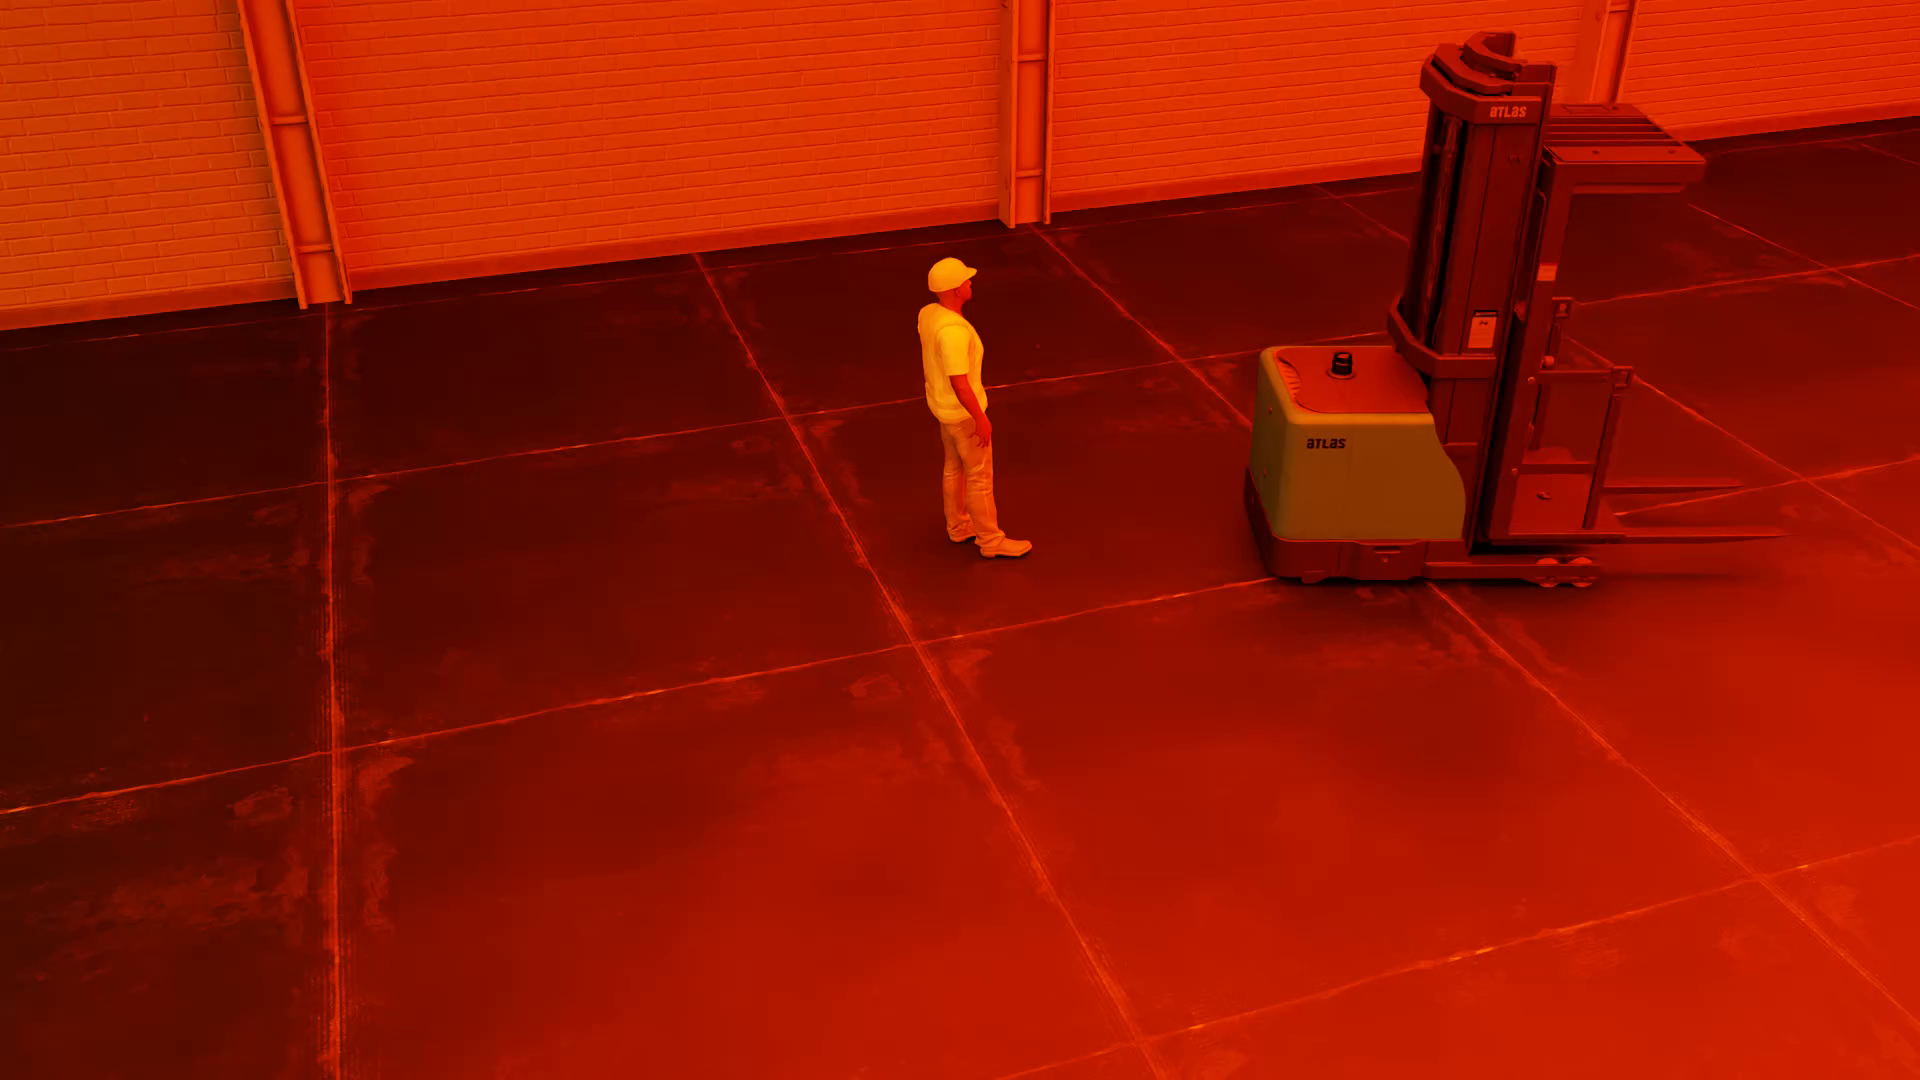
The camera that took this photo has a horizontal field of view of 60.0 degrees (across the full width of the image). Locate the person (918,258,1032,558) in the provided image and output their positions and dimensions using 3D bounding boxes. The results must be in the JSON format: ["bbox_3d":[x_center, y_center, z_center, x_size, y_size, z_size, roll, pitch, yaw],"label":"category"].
[{"bbox_3d":[0.068,-0.780,9.597,0.575,1.768,0.665,-10,31,-16],"label":"person"}]

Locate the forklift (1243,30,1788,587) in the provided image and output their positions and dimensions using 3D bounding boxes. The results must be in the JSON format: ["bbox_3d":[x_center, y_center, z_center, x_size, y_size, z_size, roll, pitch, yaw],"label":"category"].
[{"bbox_3d":[3.282,-1.265,9.285,3.031,2.935,1.130,0,30,-1],"label":"forklift"}]
